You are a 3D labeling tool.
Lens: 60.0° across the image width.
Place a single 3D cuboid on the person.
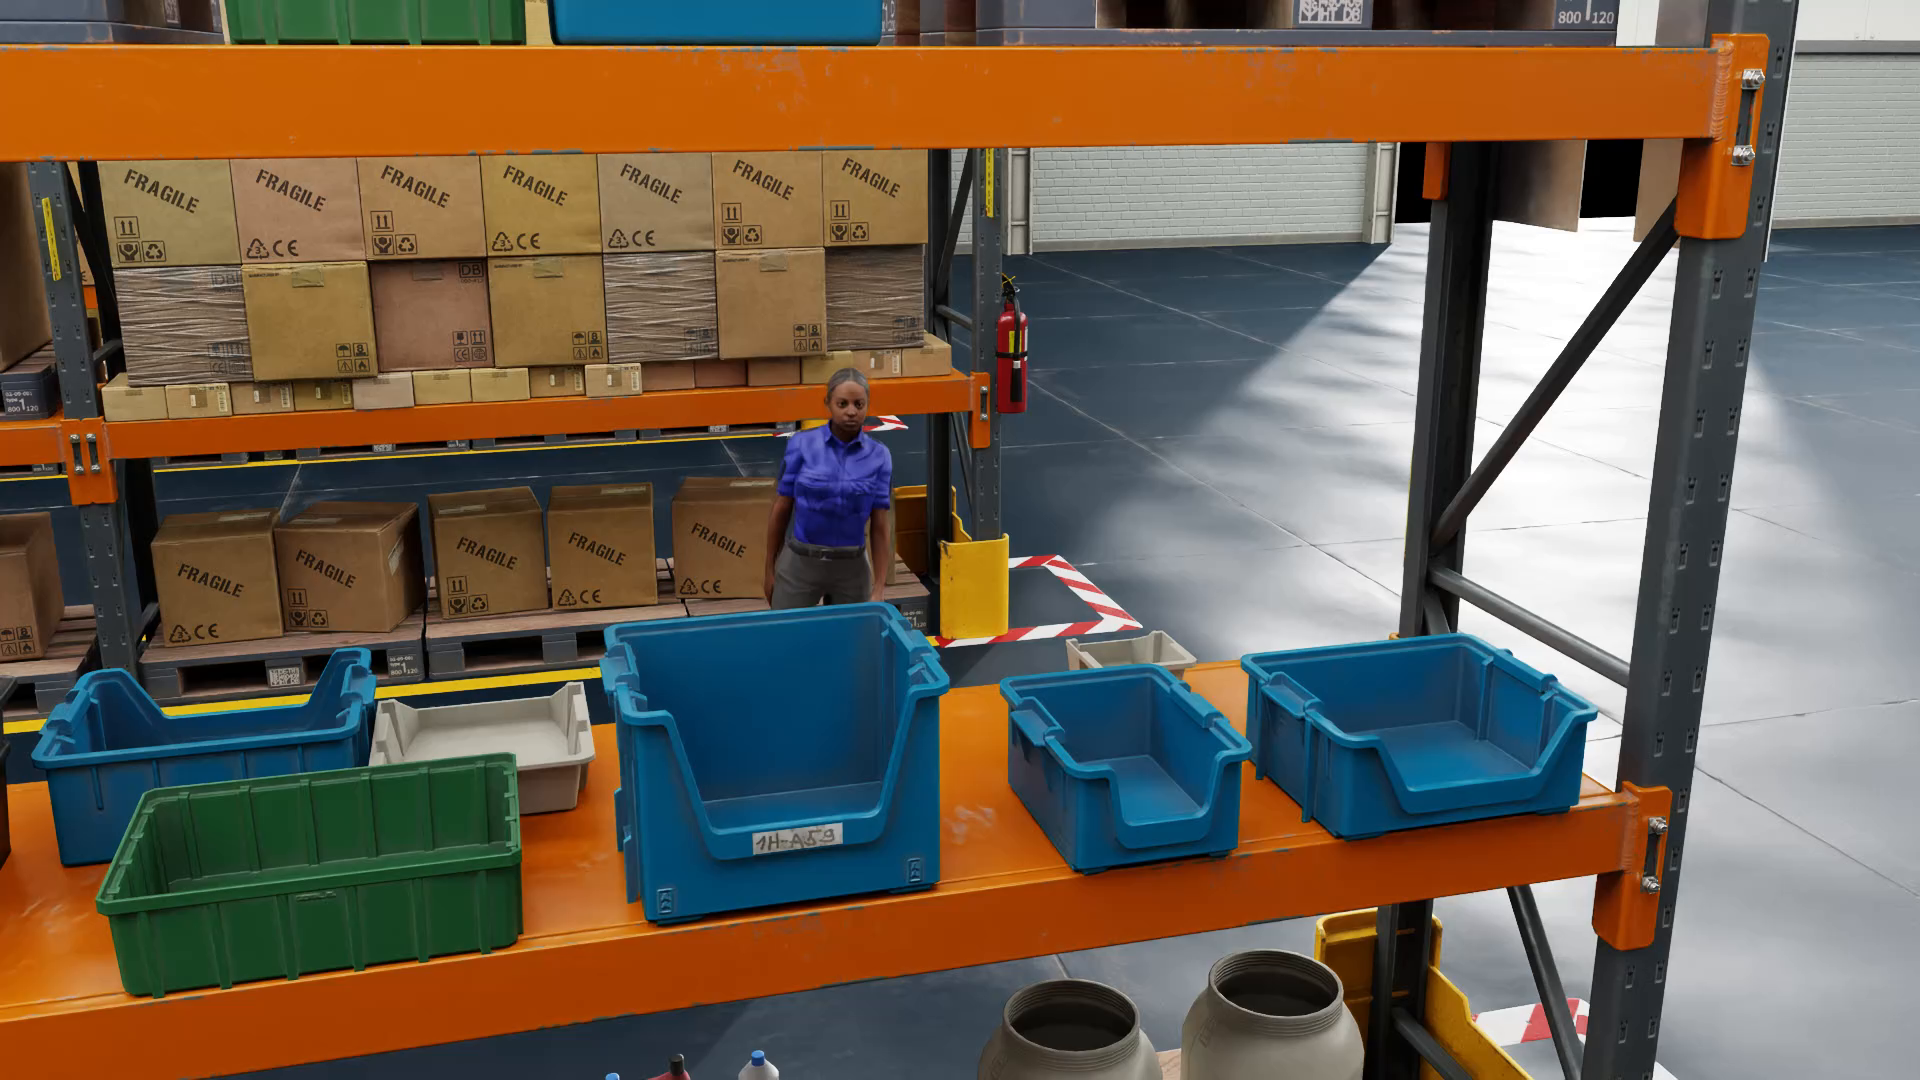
[{"bbox_3d":[-0.544,0.166,6.451,0.606,1.663,0.372,-5,17,-15],"label":"person"}]
